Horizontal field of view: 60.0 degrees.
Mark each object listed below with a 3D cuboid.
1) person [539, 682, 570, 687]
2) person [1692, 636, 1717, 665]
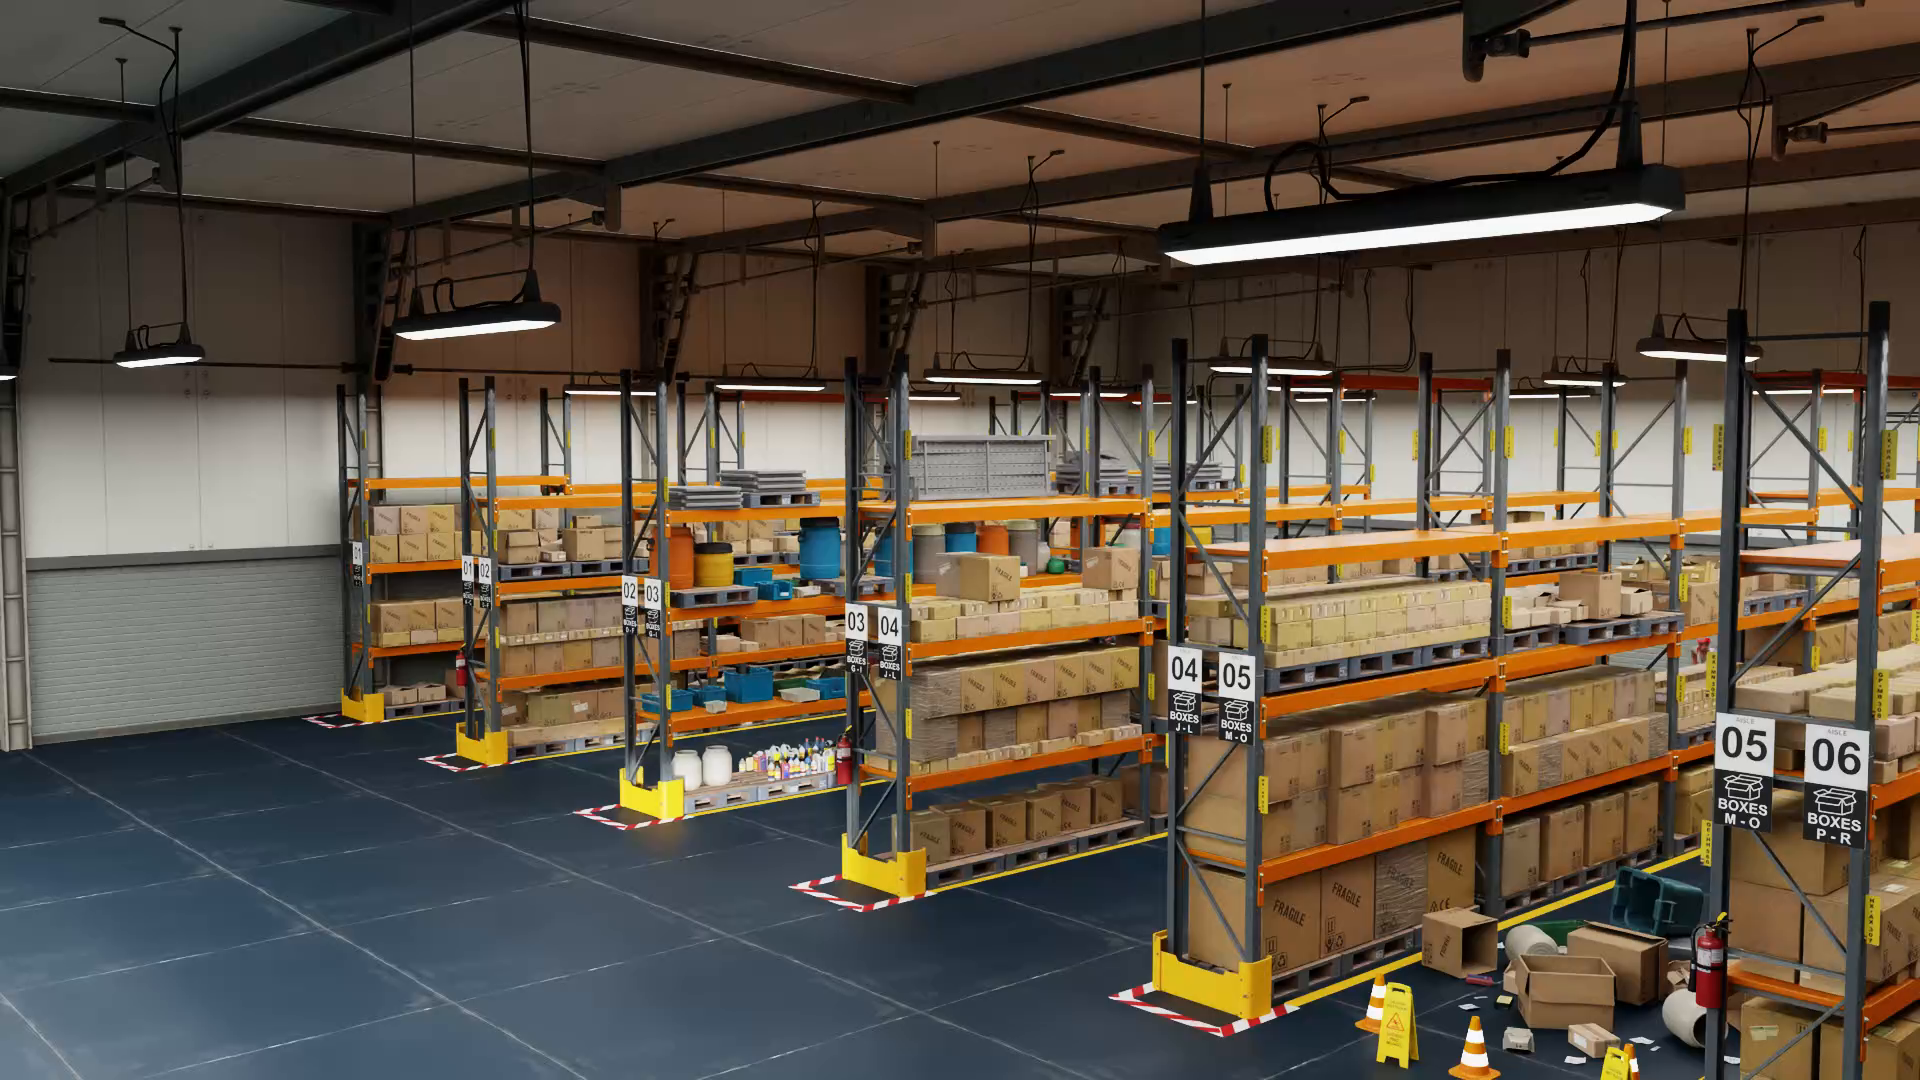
[{"bbox_3d":[-6.986,2.449,28.764,0.631,1.632,1.088,4,5,45],"label":"person"},{"bbox_3d":[12.831,2.467,28.517,0.914,1.727,0.682,-3,5,-42],"label":"person"}]
